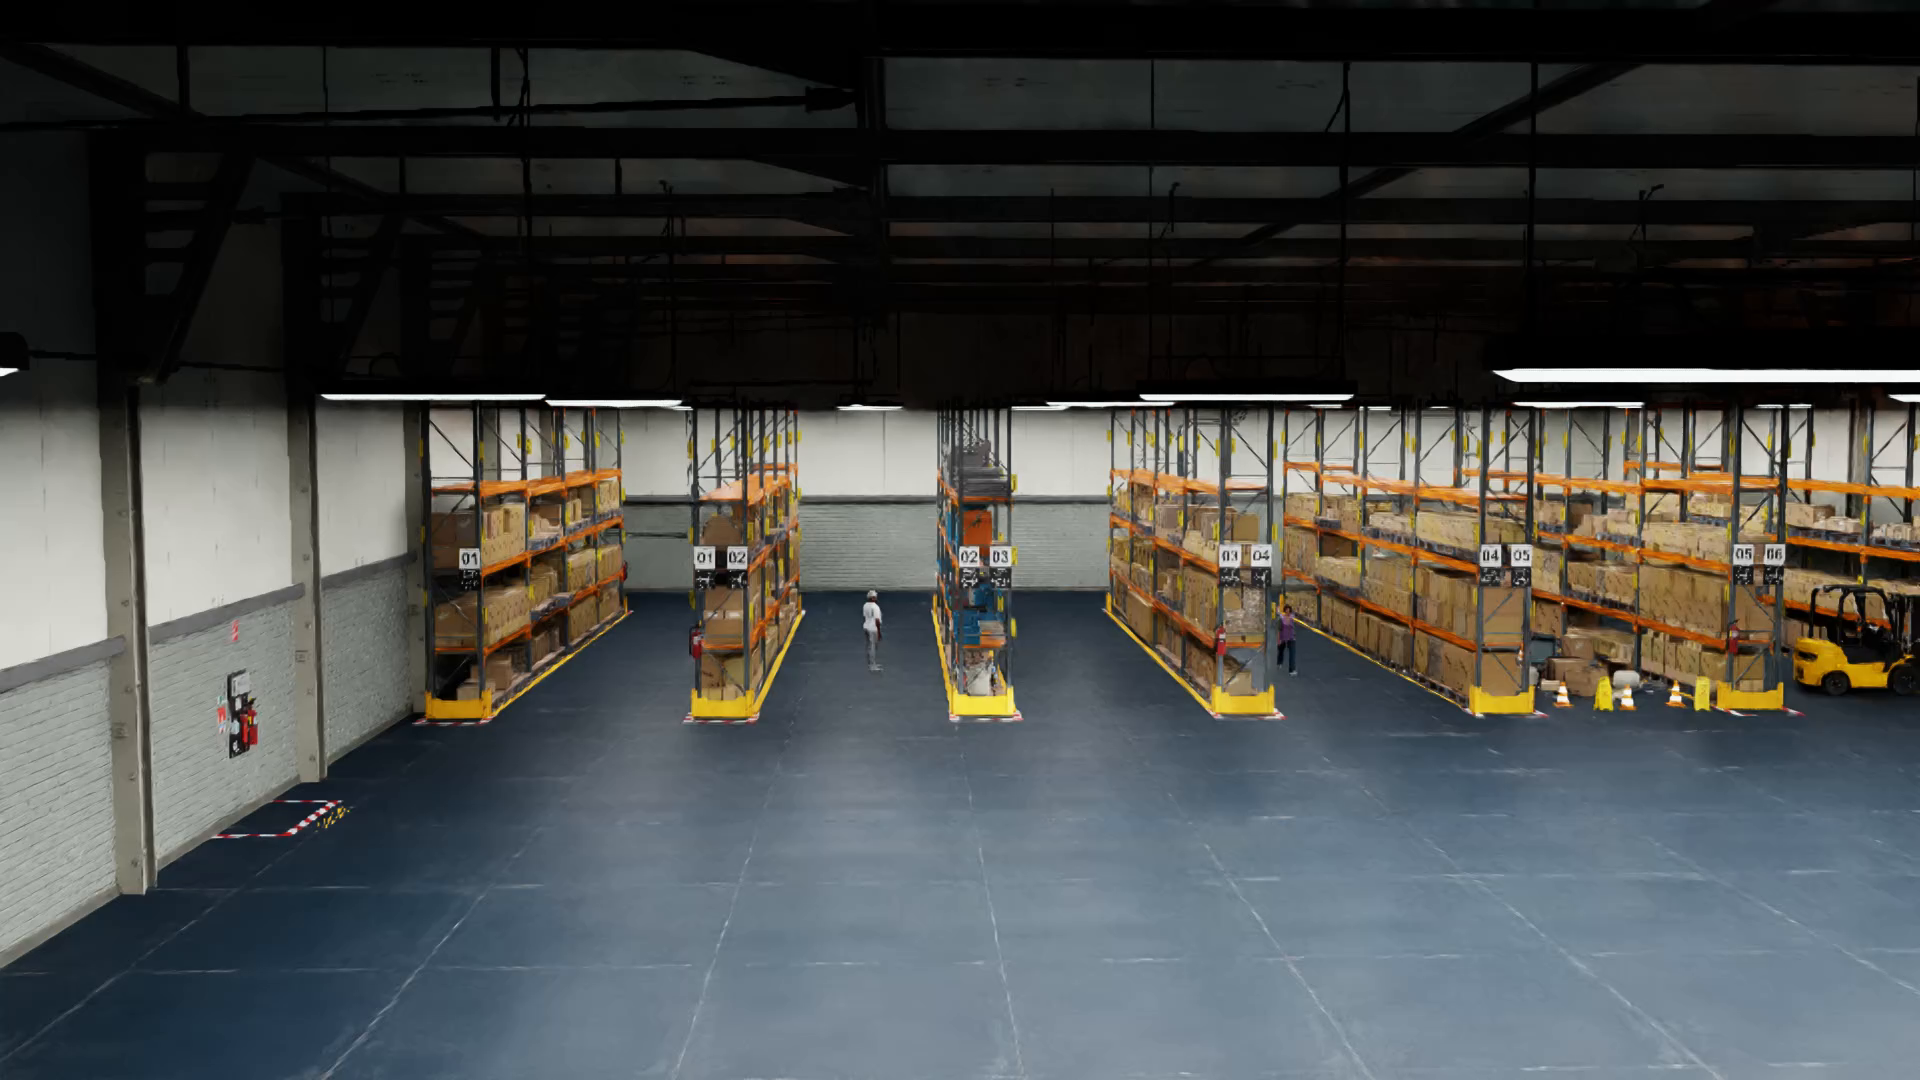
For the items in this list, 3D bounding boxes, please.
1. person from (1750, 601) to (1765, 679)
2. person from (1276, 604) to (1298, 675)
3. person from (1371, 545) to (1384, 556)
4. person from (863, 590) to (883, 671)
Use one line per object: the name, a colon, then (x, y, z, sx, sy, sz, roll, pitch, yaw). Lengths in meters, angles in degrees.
person: (17.004, 2.129, 35.591, 0.468, 1.677, 0.497, 2, 5, 28)
person: (7.117, 2.145, 36.339, 0.417, 1.517, 1.036, 0, 4, 1)
person: (12.814, 0.966, 50.950, 0.514, 1.665, 0.544, 3, 5, 35)
person: (-1.889, 1.984, 36.765, 0.453, 1.768, 0.632, -3, 5, -31)
